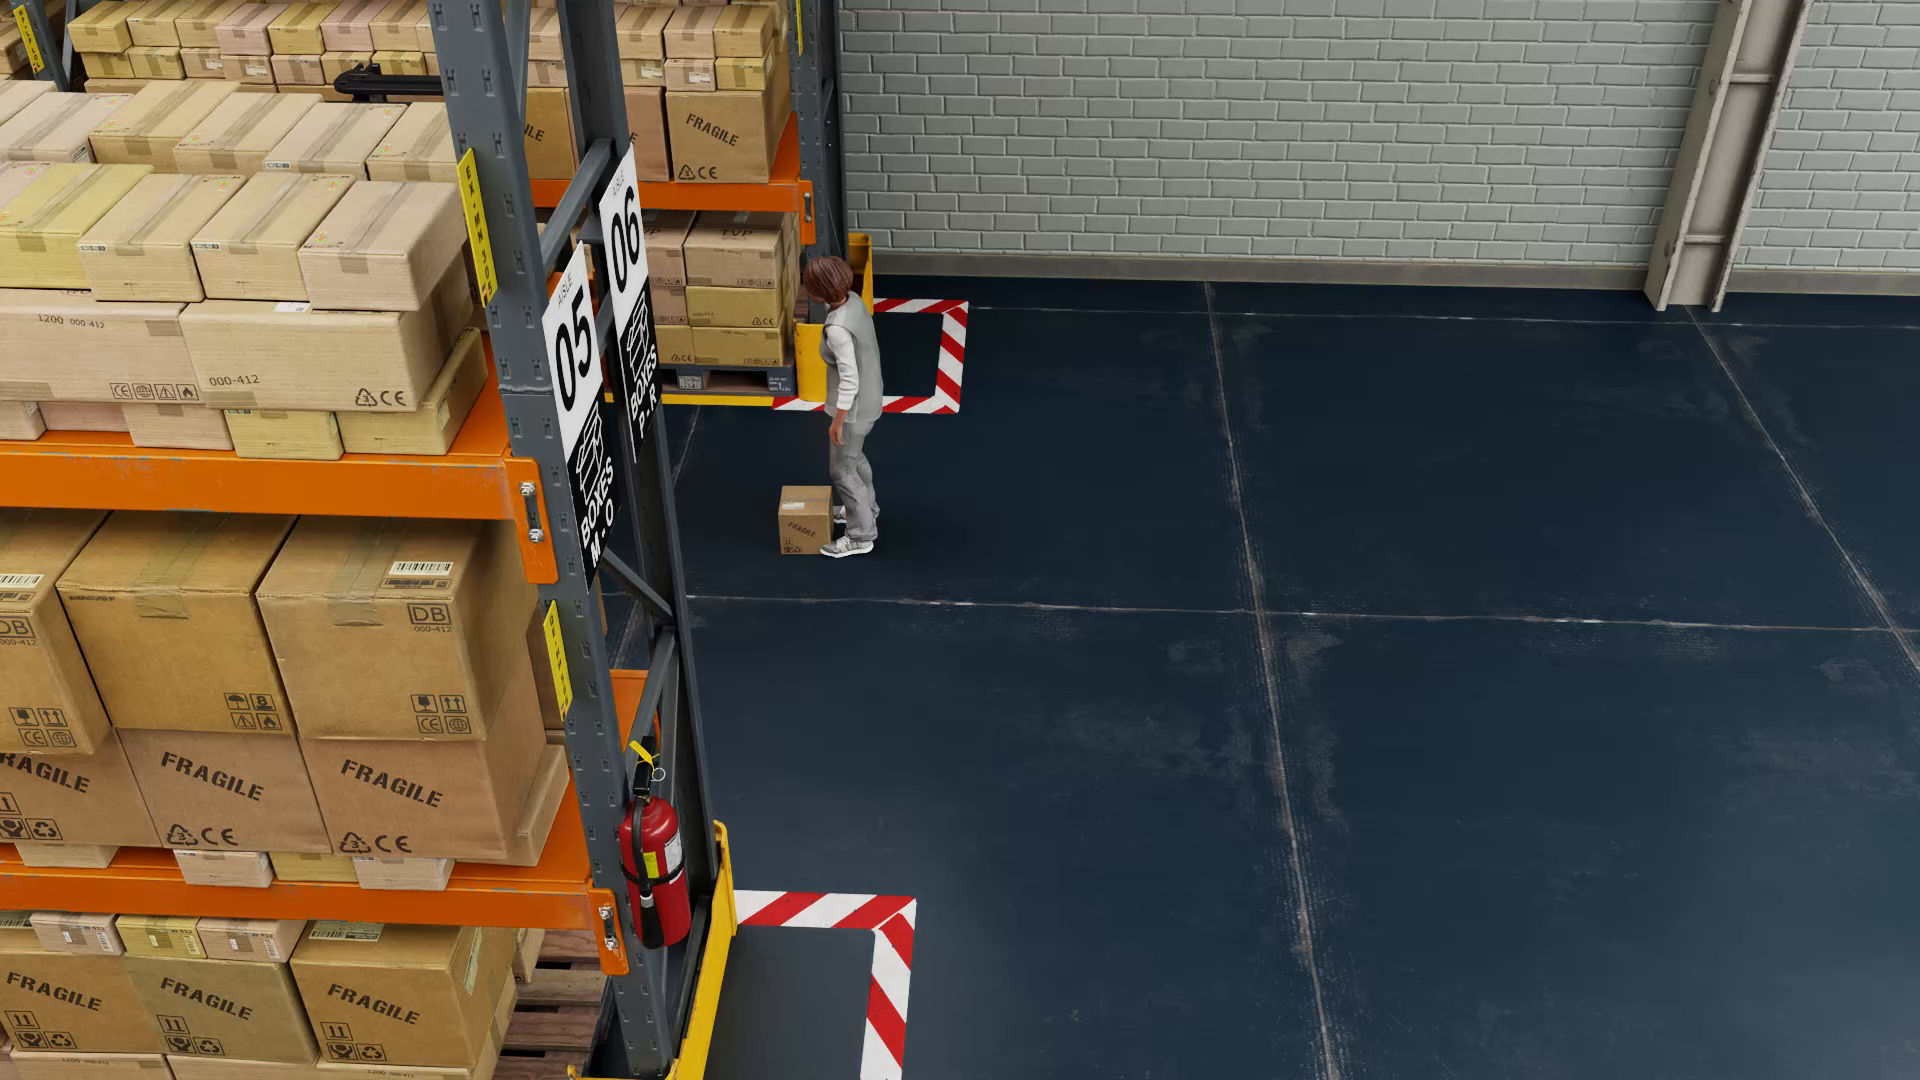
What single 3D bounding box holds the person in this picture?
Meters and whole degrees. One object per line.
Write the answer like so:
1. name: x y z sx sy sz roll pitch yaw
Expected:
1. person: -0.541 -0.644 8.002 0.346 1.593 0.464 1 36 2
